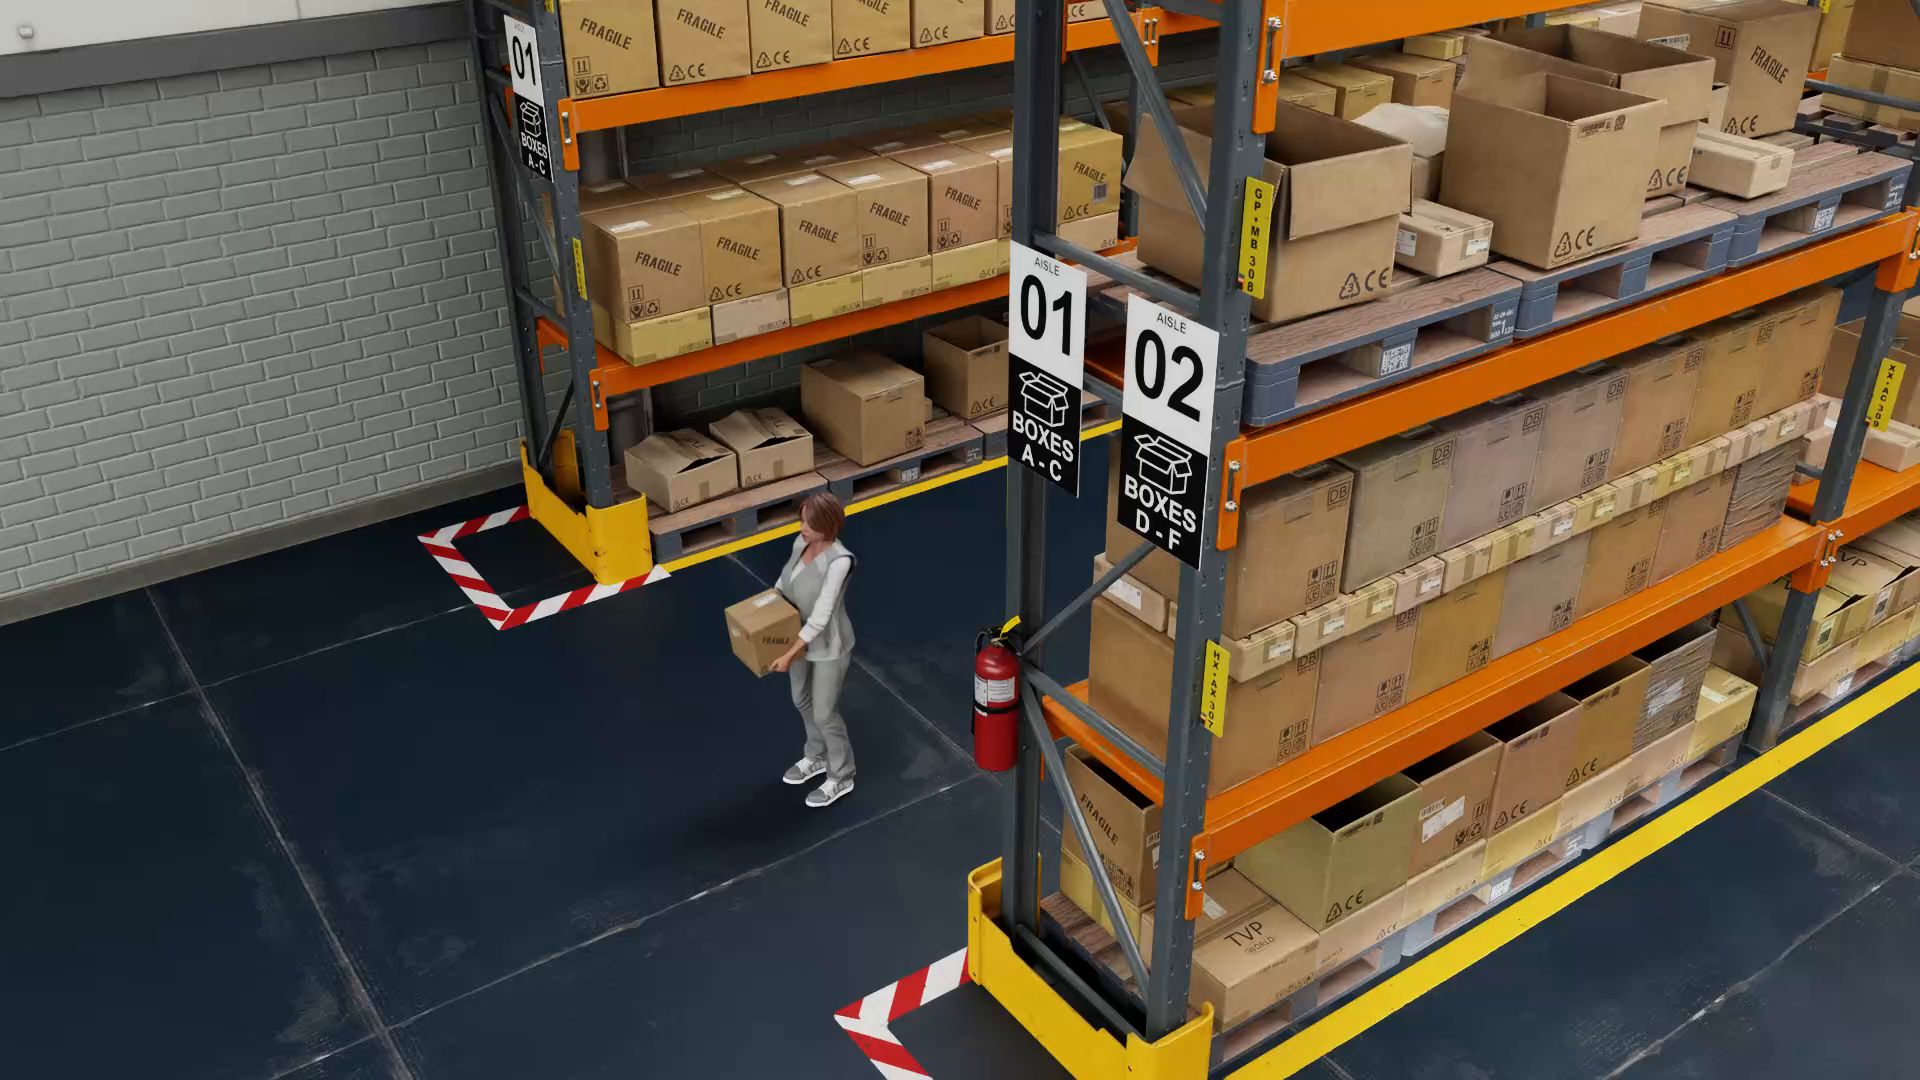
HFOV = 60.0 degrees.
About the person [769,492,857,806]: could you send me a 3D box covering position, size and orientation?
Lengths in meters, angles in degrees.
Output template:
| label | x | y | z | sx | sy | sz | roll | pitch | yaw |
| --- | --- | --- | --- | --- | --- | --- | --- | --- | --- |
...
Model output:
| label | x | y | z | sx | sy | sz | roll | pitch | yaw |
| --- | --- | --- | --- | --- | --- | --- | --- | --- | --- |
| person | -0.730 | 0.521 | 7.702 | 0.489 | 1.593 | 0.405 | -18 | 34 | -30 |
